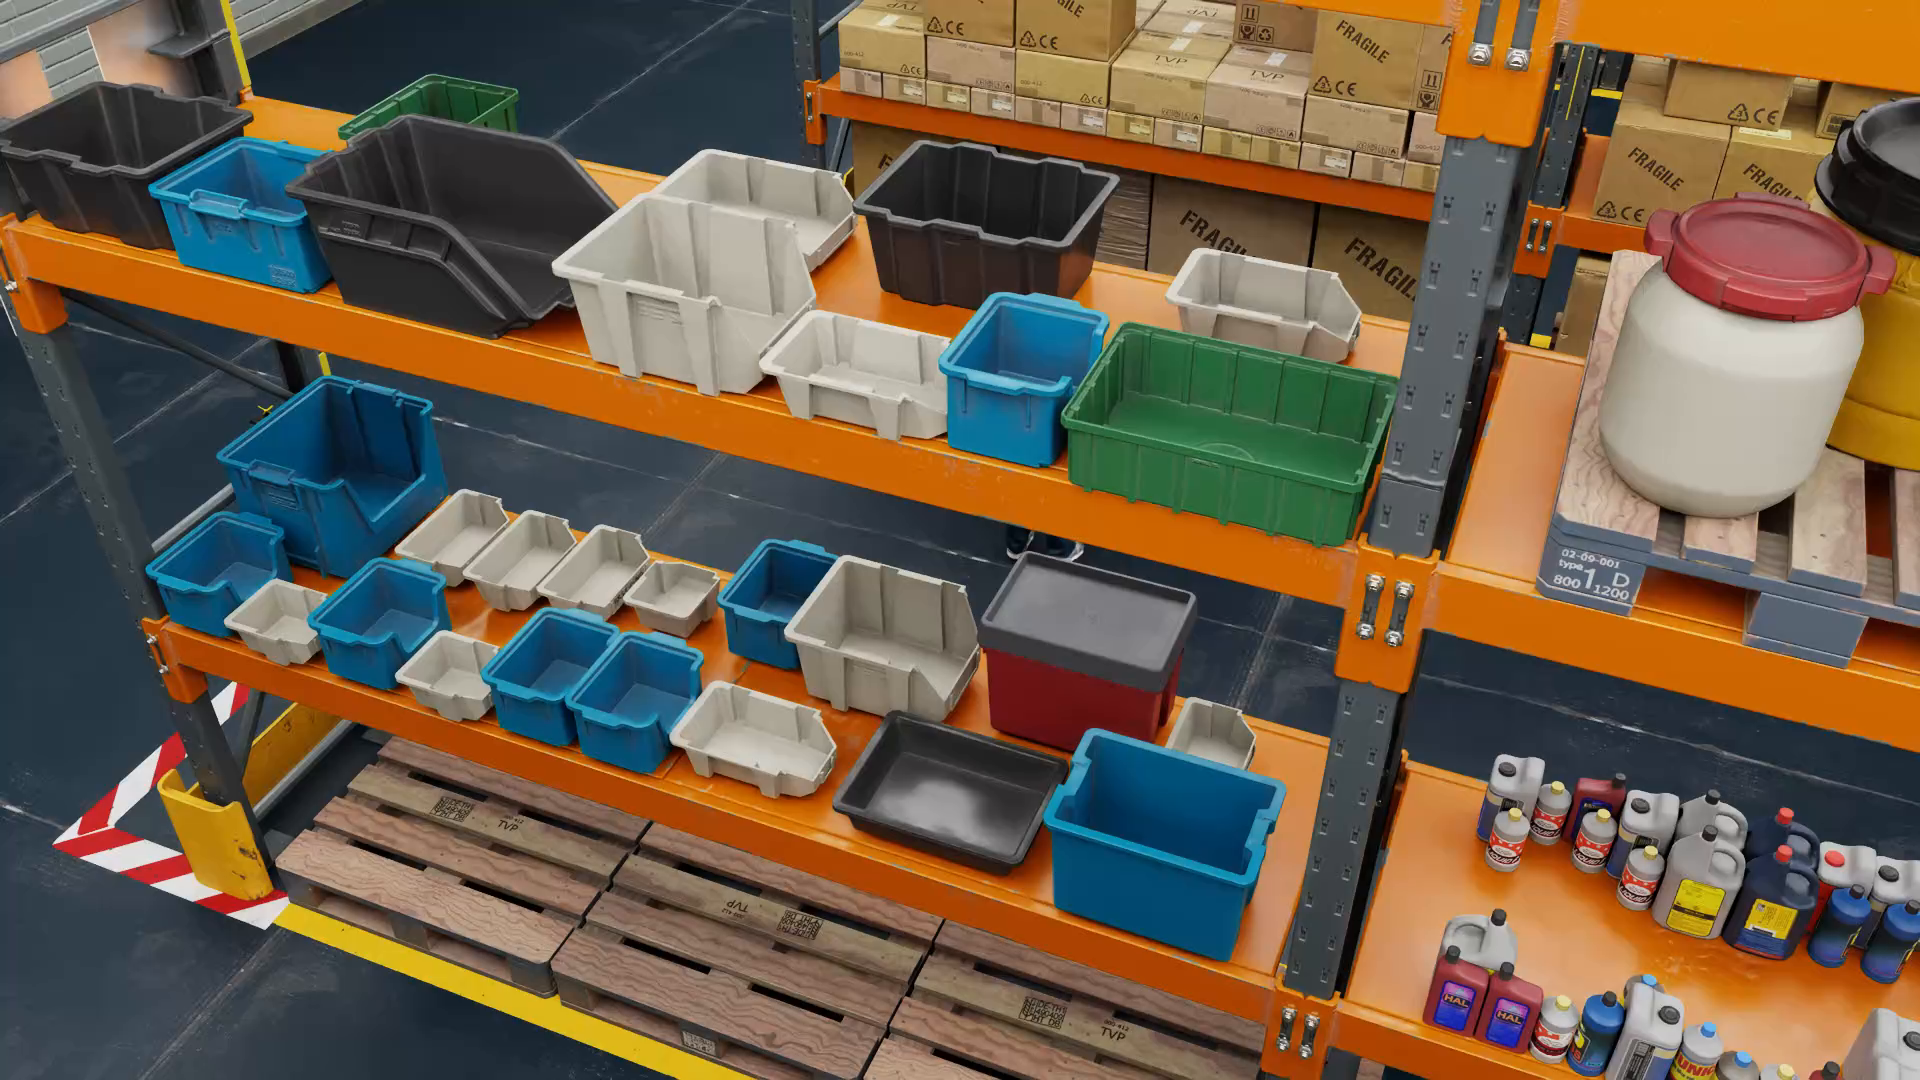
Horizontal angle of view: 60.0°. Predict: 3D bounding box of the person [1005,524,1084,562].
[{"bbox_3d":[0.393,-0.592,7.575,0.443,1.603,0.436,14,40,17],"label":"person"}]
